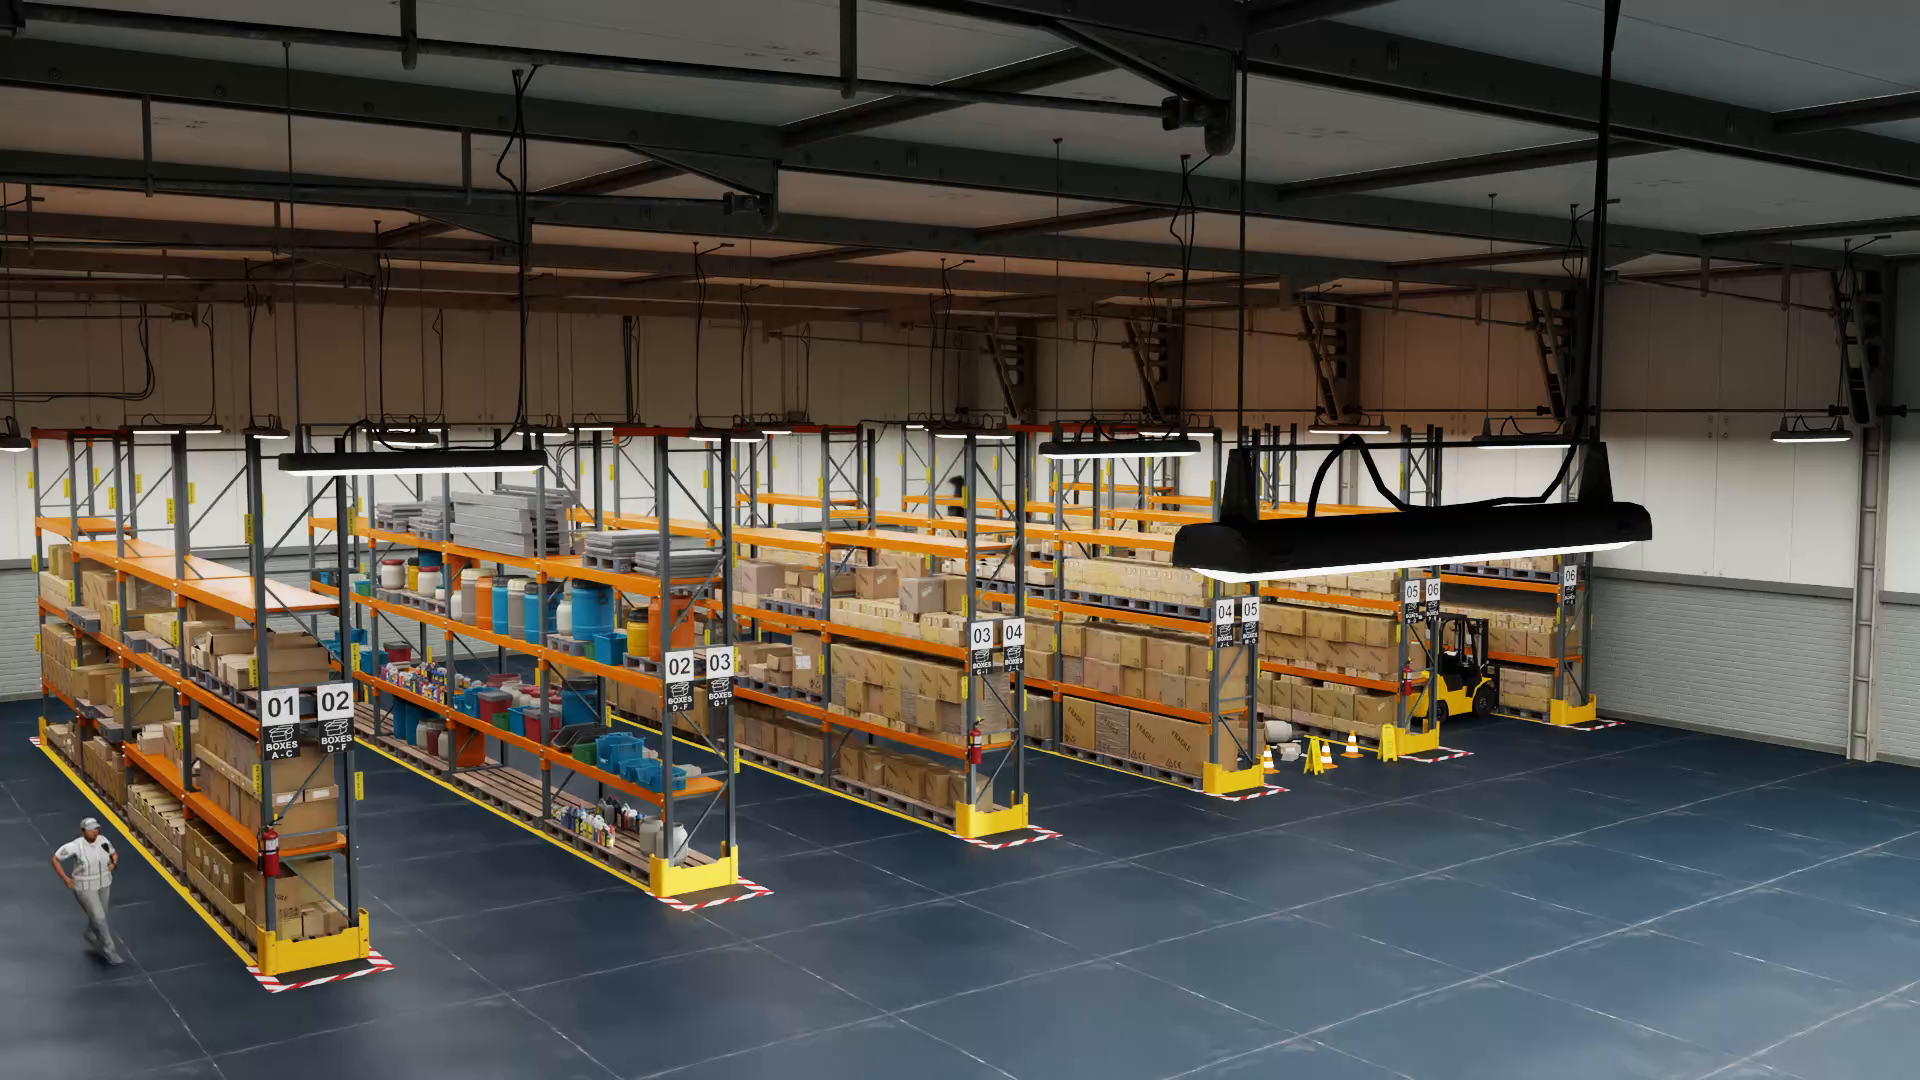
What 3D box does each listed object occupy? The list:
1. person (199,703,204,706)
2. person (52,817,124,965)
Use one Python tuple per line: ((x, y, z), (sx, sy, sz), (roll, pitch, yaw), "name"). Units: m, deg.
((-13.665, 3.191, 30.623), (0.820, 1.485, 0.610), (3, 5, 32), "person")
((-9.970, 4.010, 19.059), (0.821, 1.699, 0.677), (3, 5, 30), "person")
